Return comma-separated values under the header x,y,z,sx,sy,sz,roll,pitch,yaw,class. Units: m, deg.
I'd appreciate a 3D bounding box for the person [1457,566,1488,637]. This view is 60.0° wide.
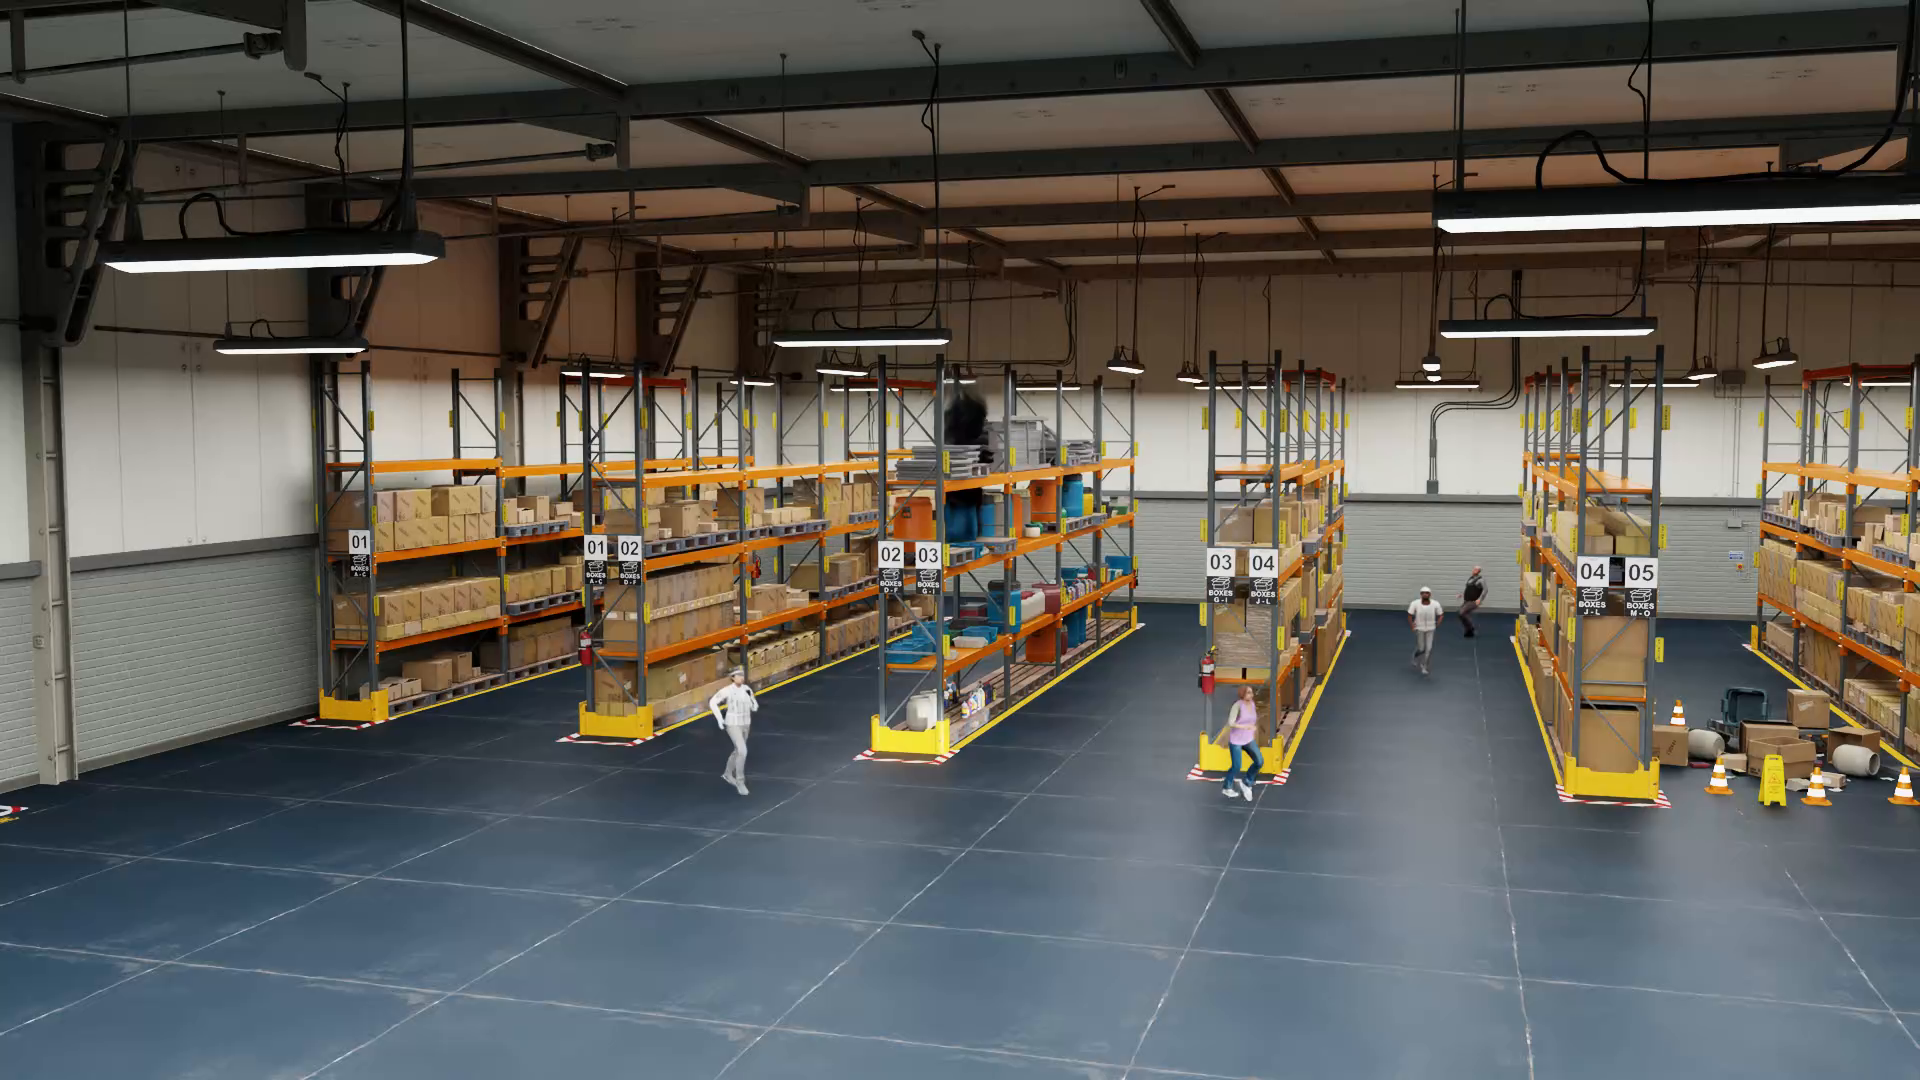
x,y,z,sx,sy,sz,roll,pitch,yaw,class
11.809,1.423,38.510,0.575,1.667,0.710,-1,4,-11,person

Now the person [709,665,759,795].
x,y,z,sx,sy,sz,roll,pitch,yaw,class
-3.001,2.555,22.492,0.731,1.755,0.582,4,5,42,person

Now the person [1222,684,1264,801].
x,y,z,sx,sy,sz,roll,pitch,yaw,class
3.726,2.658,21.866,0.561,1.563,0.721,-2,5,-30,person

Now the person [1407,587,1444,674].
x,y,z,sx,sy,sz,roll,pitch,yaw,class
9.255,1.786,33.048,0.691,1.734,0.632,1,4,8,person
